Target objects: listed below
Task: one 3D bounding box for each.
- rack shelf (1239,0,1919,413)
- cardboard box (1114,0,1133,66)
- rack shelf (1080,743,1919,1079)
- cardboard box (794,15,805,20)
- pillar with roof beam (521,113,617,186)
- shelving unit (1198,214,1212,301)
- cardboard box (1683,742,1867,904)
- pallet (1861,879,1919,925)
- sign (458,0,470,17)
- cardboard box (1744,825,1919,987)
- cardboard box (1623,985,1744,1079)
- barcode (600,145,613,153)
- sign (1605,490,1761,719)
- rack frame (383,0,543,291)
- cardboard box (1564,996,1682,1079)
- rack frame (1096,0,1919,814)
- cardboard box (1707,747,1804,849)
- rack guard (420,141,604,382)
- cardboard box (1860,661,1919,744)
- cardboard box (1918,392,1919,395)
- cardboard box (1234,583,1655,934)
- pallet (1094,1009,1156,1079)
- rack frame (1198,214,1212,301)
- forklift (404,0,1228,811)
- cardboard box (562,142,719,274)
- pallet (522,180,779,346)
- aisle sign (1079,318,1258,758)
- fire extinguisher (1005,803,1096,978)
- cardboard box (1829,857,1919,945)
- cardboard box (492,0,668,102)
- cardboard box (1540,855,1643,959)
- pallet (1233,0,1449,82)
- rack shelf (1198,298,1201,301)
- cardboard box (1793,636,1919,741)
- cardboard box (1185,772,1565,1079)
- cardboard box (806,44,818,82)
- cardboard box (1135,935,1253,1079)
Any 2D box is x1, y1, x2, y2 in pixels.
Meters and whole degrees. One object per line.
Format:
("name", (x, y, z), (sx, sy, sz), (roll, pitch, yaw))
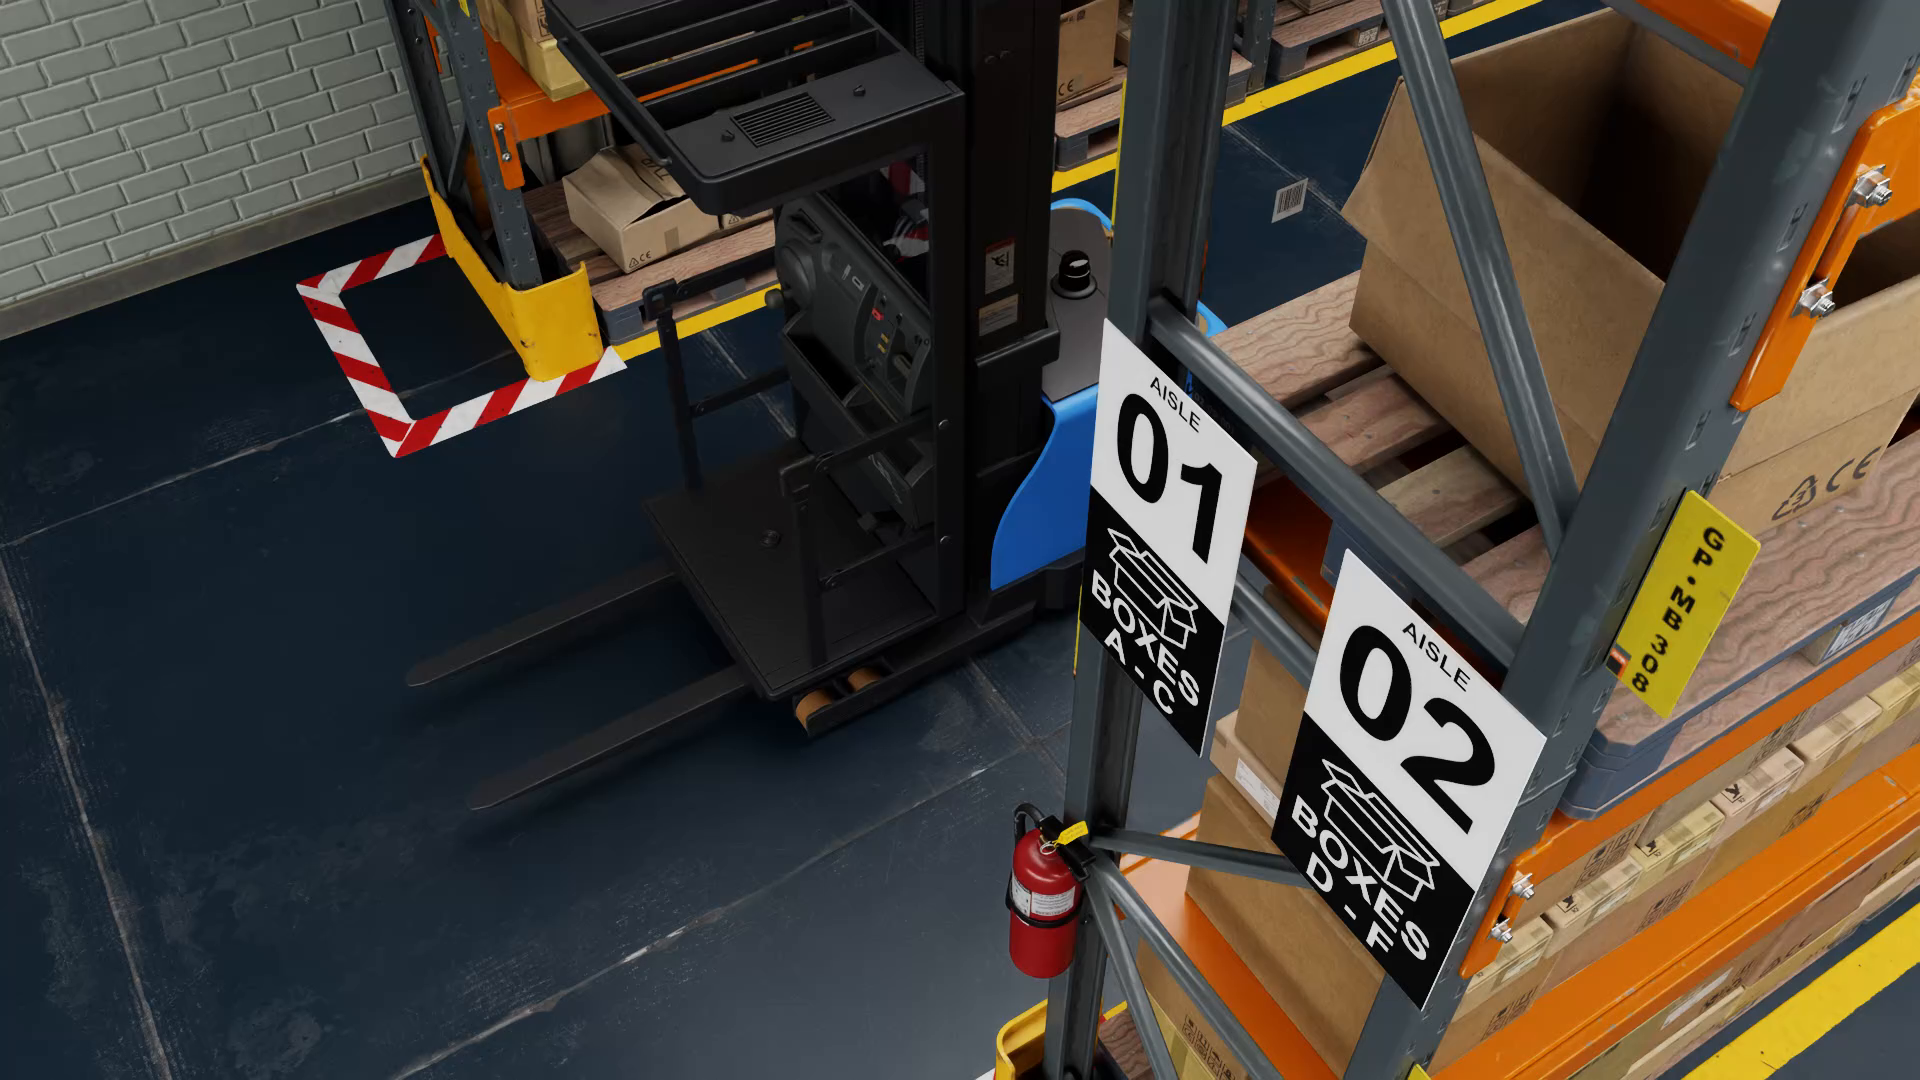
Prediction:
("rack shelf", (2.249, -1.376, 2.644), (4.000, 0.370, 1.077), (-25, 53, -21))
("cardboard box", (0.857, -2.649, 8.648), (0.250, 0.166, 0.380), (-32, 56, -25))
("rack shelf", (2.249, 0.487, 4.735), (4.000, 0.370, 1.077), (-25, 53, -21))
("cardboard box", (-0.641, -2.449, 6.955), (0.500, 0.250, 0.500), (-26, 53, -21))
("pillar with roof beam", (0.338, -2.184, 2.615), (0.400, 9.000, 9.100), (-25, 53, -21))
("shelving unit", (0.813, -0.882, 6.776), (0.215, 1.050, 0.252), (35, 57, 28))
("cardboard box", (1.824, 0.427, 4.240), (0.500, 0.500, 0.700), (-25, 53, -21))
("pallet", (3.245, 0.668, 5.959), (1.213, 0.211, 1.003), (-25, 53, -21))
("sign", (-1.799, -2.028, 5.913), (0.005, 0.325, 0.100), (-25, 53, -21))
("cardboard box", (2.400, 0.901, 4.943), (0.500, 0.500, 0.500), (-25, 53, -21))
("cardboard box", (1.974, 1.345, 5.049), (0.500, 0.250, 0.500), (-25, 53, -21))
("barcode", (-1.654, -1.817, 7.804), (0.075, 0.075, 0.001), (-25, 53, -21))
("sign", (0.848, 0.083, 1.966), (0.005, 0.325, 0.100), (-25, 53, -21))
("rack frame", (-2.089, -2.083, 6.542), (0.127, 3.000, 1.000), (-25, 53, -21))
("cardboard box", (1.551, 1.296, 4.590), (0.500, 0.500, 0.500), (-25, 53, -21))
("rack frame", (0.557, -0.951, 1.516), (0.127, 3.000, 1.000), (-25, 53, -21))
("cardboard box", (1.652, 0.470, 3.766), (0.250, 0.149, 0.380), (-26, 53, -21))
("rack guard", (-2.025, -1.282, 7.502), (0.348, 0.500, 1.175), (-25, 53, -21))
("cardboard box", (2.092, 0.261, 3.953), (0.250, 0.149, 0.380), (-26, 53, -21))
("cardboard box", (1.646, -0.413, 2.840), (0.250, 0.149, 0.380), (-25, 53, -21))
("cardboard box", (1.004, 0.381, 3.412), (0.500, 0.500, 0.700), (-25, 53, -21))
("pallet", (1.182, 1.640, 5.093), (1.213, 0.211, 1.003), (-25, 53, -21))
("rack frame", (0.897, -0.947, 6.835), (0.200, 1.050, 0.008), (35, 57, 28))
("forklift", (-0.535, -0.726, 5.379), (3.031, 2.935, 1.130), (-25, 53, -21))
("cardboard box", (-1.456, -1.554, 7.576), (0.500, 0.311, 0.500), (-31, 55, -25))
("pallet", (-1.319, -1.487, 7.878), (1.213, 0.211, 1.003), (-25, 53, -21))
("aisle sign", (0.345, 0.020, 2.928), (0.004, 0.787, 0.394), (-25, 53, -21))
("fire extinguisher", (0.209, 0.824, 4.005), (0.183, 0.674, 0.296), (-25, 53, -21))
("cardboard box", (2.822, 0.950, 5.401), (0.500, 0.250, 0.500), (-25, 53, -21))
("cardboard box", (-1.507, -2.034, 6.585), (0.500, 0.250, 0.500), (-27, 54, -22))
("cardboard box", (1.226, 0.668, 3.590), (0.250, 0.149, 0.380), (-27, 53, -22))
("pallet", (1.952, -3.061, 9.280), (1.213, 0.211, 1.003), (-25, 53, -21))
("rack shelf", (0.813, -0.875, 6.784), (0.215, 0.259, 0.240), (35, 57, 28))
("cardboard box", (1.871, -0.034, 3.781), (0.500, 0.500, 0.700), (-25, 53, -21))
("cardboard box", (0.959, 0.833, 3.878), (0.500, 0.500, 0.700), (-25, 53, -21))
("cardboard box", (-0.327, -2.105, 7.940), (0.500, 0.500, 0.700), (-28, 54, -23))
("cardboard box", (0.852, 1.168, 4.704), (0.500, 0.500, 0.500), (-25, 53, -21))
